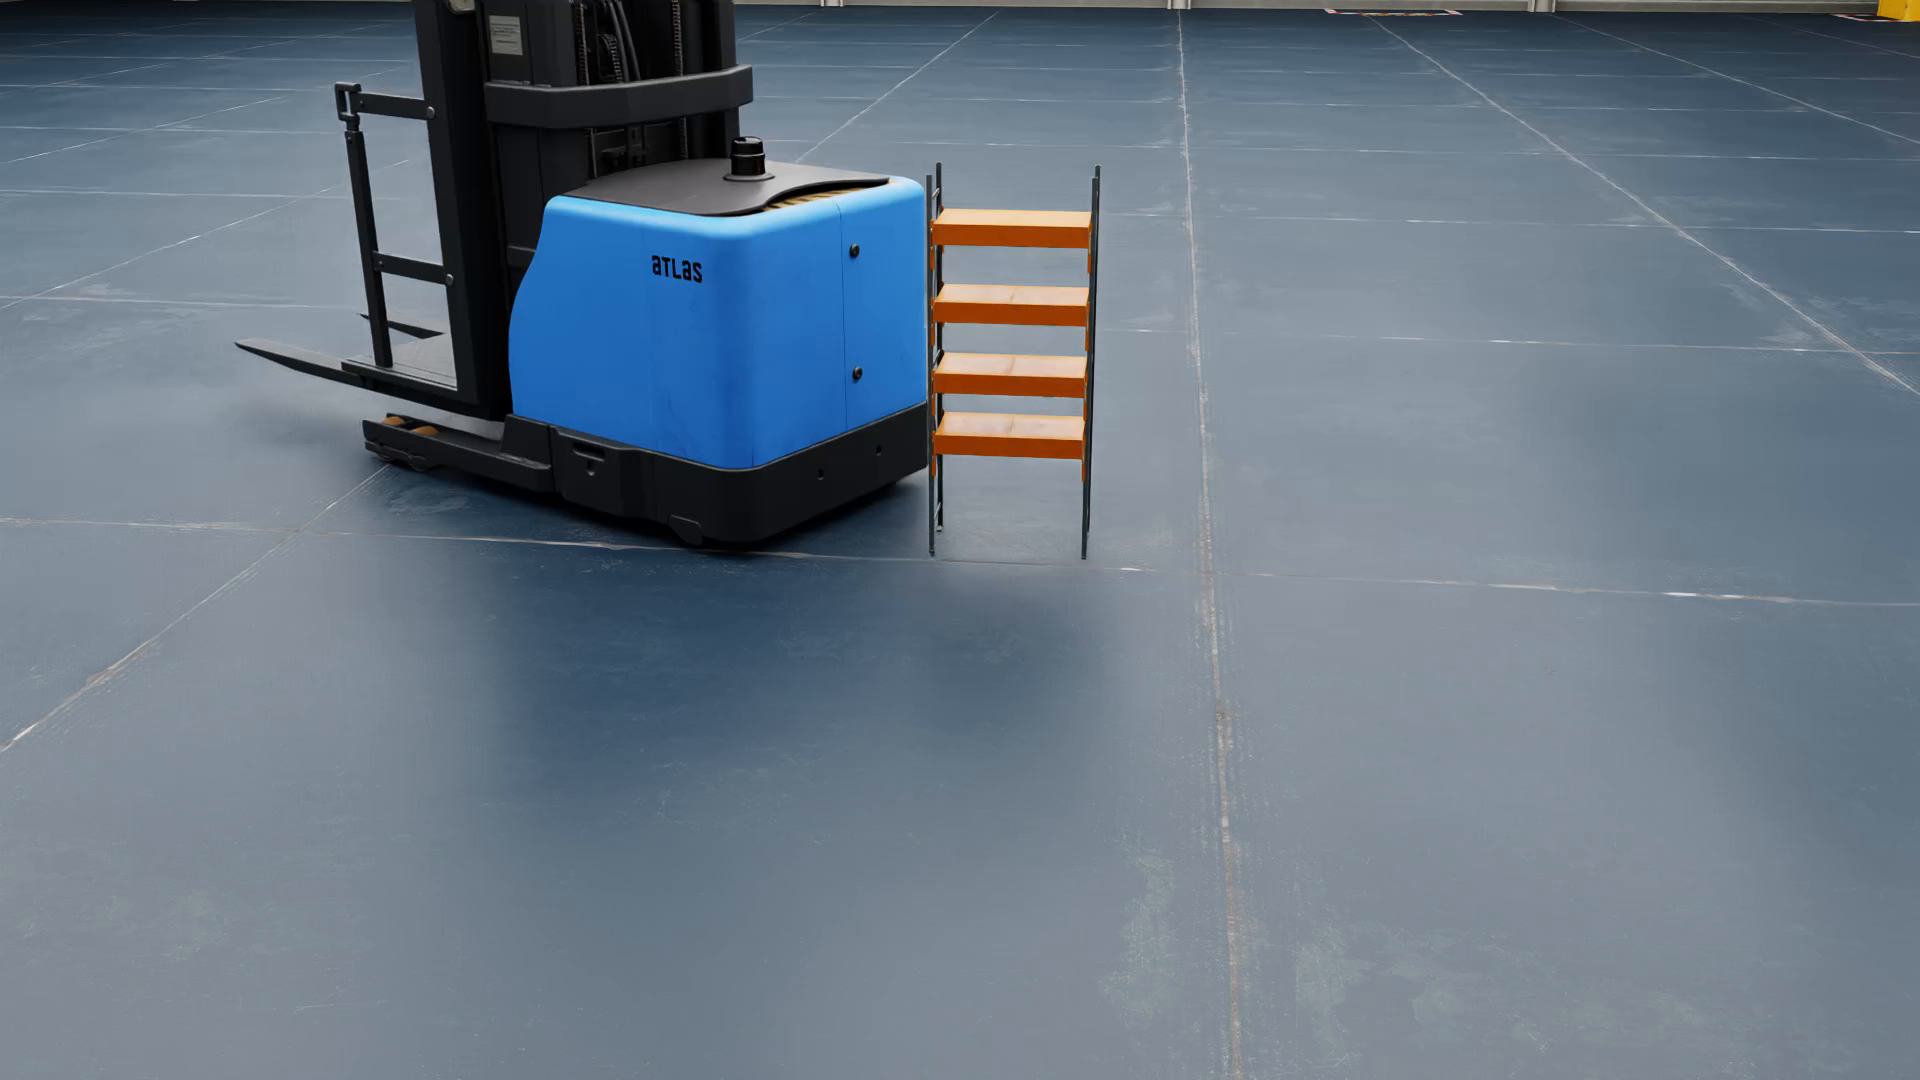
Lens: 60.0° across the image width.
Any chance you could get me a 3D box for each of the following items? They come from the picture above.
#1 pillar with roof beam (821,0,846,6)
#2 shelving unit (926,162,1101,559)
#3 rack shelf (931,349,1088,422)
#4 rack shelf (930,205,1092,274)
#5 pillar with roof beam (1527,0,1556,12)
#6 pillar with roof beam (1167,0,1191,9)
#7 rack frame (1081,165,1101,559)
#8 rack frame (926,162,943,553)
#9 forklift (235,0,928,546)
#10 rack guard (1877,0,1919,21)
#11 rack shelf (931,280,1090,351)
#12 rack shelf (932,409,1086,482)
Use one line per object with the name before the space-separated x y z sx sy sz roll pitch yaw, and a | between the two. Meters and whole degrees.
pillar with roof beam | -2.719 -11.966 23.466 0.400 9.000 9.100 2 22 6
shelving unit | 0.164 -0.551 5.201 0.503 1.200 0.258 2 22 6
rack shelf | 0.164 -0.488 5.226 0.480 0.148 0.258 2 22 6
rack shelf | 0.164 -0.916 5.057 0.480 0.148 0.258 2 22 6
pillar with roof beam | 9.197 -11.446 22.153 0.400 9.000 9.100 2 22 6
pillar with roof beam | 3.239 -11.706 22.810 0.400 9.000 9.100 2 22 6
rack frame | 0.407 -0.540 5.174 0.015 1.200 0.240 2 22 6
rack frame | -0.078 -0.561 5.228 0.015 1.200 0.240 2 22 6
forklift | -1.594 -1.753 5.887 3.031 2.935 1.130 15 26 33
rack guard | 14.941 -8.517 26.304 0.348 0.500 1.175 2 22 6
rack shelf | 0.164 -0.696 5.144 0.480 0.148 0.258 2 22 6
rack shelf | 0.164 -0.304 5.299 0.480 0.148 0.258 2 22 6
